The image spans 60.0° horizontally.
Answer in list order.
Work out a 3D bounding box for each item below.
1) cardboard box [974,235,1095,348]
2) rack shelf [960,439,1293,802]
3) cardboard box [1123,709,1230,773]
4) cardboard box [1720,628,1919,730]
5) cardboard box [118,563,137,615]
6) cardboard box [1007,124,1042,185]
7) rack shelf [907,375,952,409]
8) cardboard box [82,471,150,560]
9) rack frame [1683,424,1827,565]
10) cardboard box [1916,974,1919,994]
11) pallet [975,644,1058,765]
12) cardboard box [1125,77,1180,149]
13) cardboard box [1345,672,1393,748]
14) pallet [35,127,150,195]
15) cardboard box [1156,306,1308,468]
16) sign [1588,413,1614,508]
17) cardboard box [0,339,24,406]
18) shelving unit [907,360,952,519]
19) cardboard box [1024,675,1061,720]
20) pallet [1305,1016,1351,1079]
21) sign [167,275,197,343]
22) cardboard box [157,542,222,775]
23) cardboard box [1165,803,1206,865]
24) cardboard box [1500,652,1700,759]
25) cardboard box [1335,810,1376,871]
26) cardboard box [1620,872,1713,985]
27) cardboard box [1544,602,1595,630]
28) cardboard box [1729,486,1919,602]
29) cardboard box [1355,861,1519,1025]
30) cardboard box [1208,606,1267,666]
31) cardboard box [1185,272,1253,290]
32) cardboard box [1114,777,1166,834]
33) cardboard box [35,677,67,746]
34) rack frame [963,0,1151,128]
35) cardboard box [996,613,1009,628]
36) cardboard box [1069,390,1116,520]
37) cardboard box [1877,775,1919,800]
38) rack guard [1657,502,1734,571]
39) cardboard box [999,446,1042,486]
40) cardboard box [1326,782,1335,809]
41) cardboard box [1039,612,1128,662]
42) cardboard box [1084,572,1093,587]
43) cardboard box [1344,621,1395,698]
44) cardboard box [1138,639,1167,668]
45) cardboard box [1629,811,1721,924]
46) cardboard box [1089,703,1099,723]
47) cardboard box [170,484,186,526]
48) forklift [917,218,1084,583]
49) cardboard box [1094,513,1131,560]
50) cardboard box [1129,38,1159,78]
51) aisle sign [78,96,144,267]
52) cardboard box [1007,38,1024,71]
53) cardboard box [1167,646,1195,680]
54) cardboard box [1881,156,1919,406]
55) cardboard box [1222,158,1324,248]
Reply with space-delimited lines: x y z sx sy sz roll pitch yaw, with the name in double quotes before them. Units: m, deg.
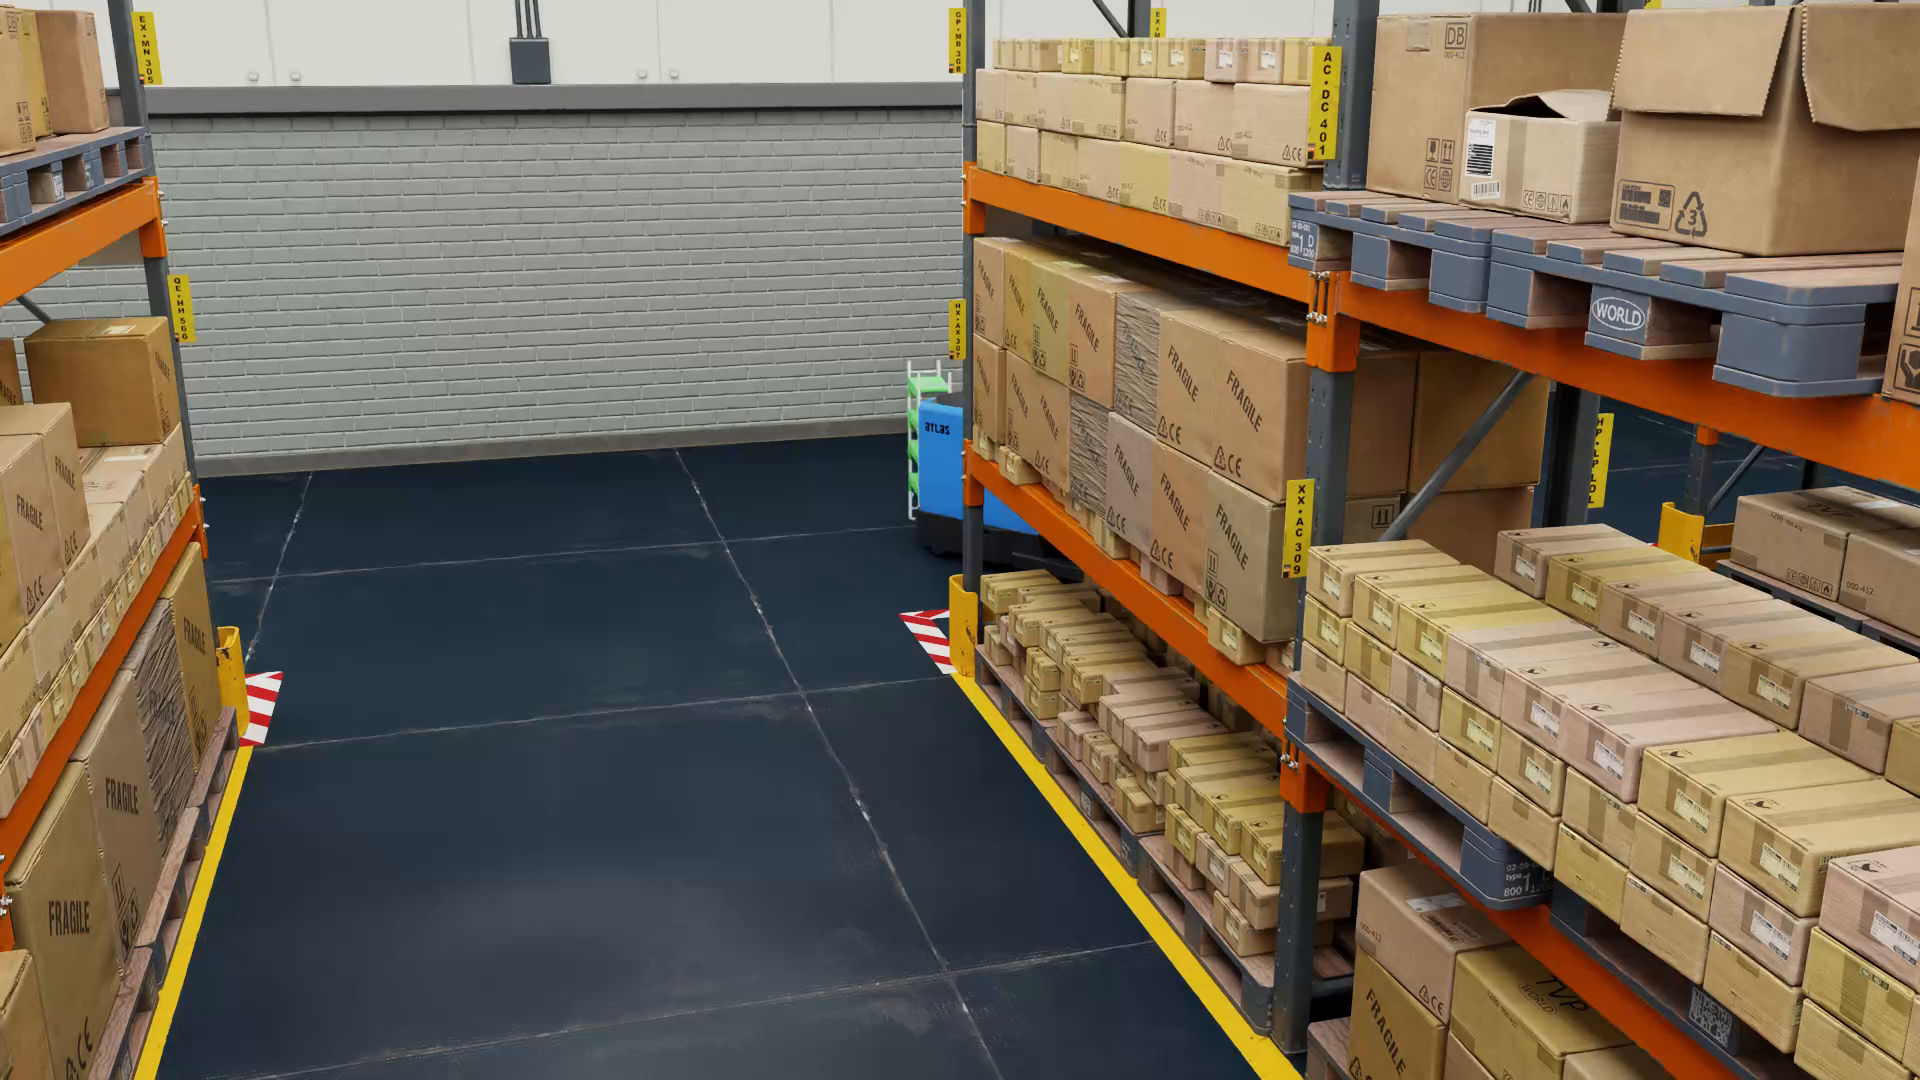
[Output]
"cardboard box" 0.380 -1.297 8.626 0.500 0.500 0.500 -5 17 -16
"rack shelf" 1.062 0.125 7.572 1.077 0.370 4.000 -5 17 -15
"cardboard box" 0.920 0.854 7.087 0.380 0.149 0.250 -6 18 -18
"cardboard box" 2.190 0.350 4.244 0.380 0.149 0.250 -5 18 -17
"cardboard box" -3.451 0.207 6.485 0.380 0.149 0.250 -4 17 -14
"cardboard box" 0.530 -1.847 7.933 0.500 0.250 0.500 -4 17 -13
"rack shelf" -0.222 -1.068 11.975 0.258 0.148 0.480 -3 17 -9
"cardboard box" -3.618 -0.085 6.764 0.500 0.250 0.500 -5 18 -17
"rack frame" 5.244 -1.192 10.706 1.000 3.000 0.127 -5 17 -15
"cardboard box" 1.919 0.760 2.882 0.380 0.149 0.250 -4 17 -14
"pallet" 0.722 0.811 8.884 1.003 0.211 1.213 -5 17 -15
"cardboard box" 0.960 -1.667 6.464 0.500 0.250 0.500 -4 17 -13
"cardboard box" 1.359 0.475 4.865 0.380 0.149 0.250 -4 17 -14
"pallet" -4.071 -1.598 6.999 1.003 0.211 1.213 -5 17 -15
"cardboard box" 1.075 -0.587 6.262 0.500 0.500 0.500 -5 18 -17
"sign" 2.144 -0.266 5.610 0.100 0.325 0.005 -5 17 -15
"cardboard box" -4.275 -0.546 6.995 0.500 0.500 0.500 -5 17 -17
"shelving unit" -0.222 -0.669 12.094 0.258 1.200 0.503 -3 17 -9
"cardboard box" 0.539 0.775 8.382 0.380 0.149 0.250 -4 17 -15
"pallet" 1.827 1.885 5.311 1.003 0.211 1.213 -5 17 -15
"sign" -3.759 -1.115 8.027 0.100 0.325 0.005 -5 17 -15
"cardboard box" -4.032 0.579 7.775 0.875 0.875 0.875 -5 17 -15
"cardboard box" 1.042 1.147 6.628 0.380 0.149 0.250 -5 18 -17
"cardboard box" 1.565 0.401 4.075 0.380 0.149 0.250 -5 17 -16
"cardboard box" 1.663 1.167 6.561 0.380 0.149 0.250 -5 17 -15
"cardboard box" 1.707 0.829 3.685 0.380 0.149 0.250 -6 18 -18
"cardboard box" 1.984 0.278 5.003 0.380 0.149 0.250 -5 17 -15
"cardboard box" 5.521 0.009 10.433 0.875 0.438 0.875 -5 18 -17
"cardboard box" 1.560 1.196 5.068 0.500 0.250 0.500 -5 18 -18
"cardboard box" 1.132 0.331 6.073 0.380 0.149 0.250 -5 17 -17
"cardboard box" 1.316 -0.906 7.324 0.500 0.500 0.500 -5 18 -17
"cardboard box" 0.891 1.130 7.201 0.380 0.149 0.250 -5 17 -15
"cardboard box" -3.092 0.565 5.295 0.380 0.149 0.250 -4 17 -13
"rack frame" 0.512 -3.646 8.447 1.000 3.000 0.127 -5 17 -15
"cardboard box" 0.409 0.414 9.067 0.380 0.149 0.250 -4 17 -13
"cardboard box" 0.810 -0.394 7.358 0.500 0.500 0.500 -5 17 -17
"cardboard box" 2.337 0.637 3.807 0.380 0.149 0.250 -4 17 -13
"rack guard" 5.237 -0.001 11.088 1.175 0.500 0.348 -5 17 -15
"cardboard box" 0.418 -0.391 8.476 0.380 0.149 0.250 -5 17 -17
"cardboard box" 1.580 0.955 6.752 0.380 0.149 0.250 -5 17 -16
"cardboard box" 0.615 0.487 8.308 0.380 0.149 0.250 -6 18 -18
"cardboard box" 0.901 0.233 9.153 0.380 0.149 0.250 -4 17 -15
"cardboard box" 1.350 0.327 4.838 0.380 0.149 0.250 -5 17 -16
"cardboard box" 1.051 0.599 8.454 0.380 0.149 0.250 -5 17 -16
"cardboard box" 1.709 0.688 3.636 0.380 0.149 0.250 -5 17 -16
"cardboard box" 0.827 0.772 7.875 0.380 0.149 0.250 -4 17 -12
"cardboard box" -3.797 -0.144 7.654 0.380 0.149 0.250 -5 17 -15
"forklift" 1.178 -1.174 10.765 3.031 2.935 1.130 12 21 36
"cardboard box" 0.809 -0.033 7.285 0.380 0.149 0.250 -4 17 -14
"cardboard box" 0.882 -1.882 6.488 0.380 0.149 0.250 -5 17 -16
"aisle sign" -4.016 -1.697 7.869 0.394 0.787 0.004 -5 17 -15
"cardboard box" 0.439 -2.307 7.904 0.380 0.149 0.250 -5 17 -15
"cardboard box" 1.212 0.597 7.942 0.380 0.149 0.250 -5 18 -17
"cardboard box" 2.026 -0.458 2.875 0.500 0.500 0.500 -5 17 -15
"cardboard box" 1.217 -1.145 5.598 0.500 0.250 0.500 -4 17 -14
